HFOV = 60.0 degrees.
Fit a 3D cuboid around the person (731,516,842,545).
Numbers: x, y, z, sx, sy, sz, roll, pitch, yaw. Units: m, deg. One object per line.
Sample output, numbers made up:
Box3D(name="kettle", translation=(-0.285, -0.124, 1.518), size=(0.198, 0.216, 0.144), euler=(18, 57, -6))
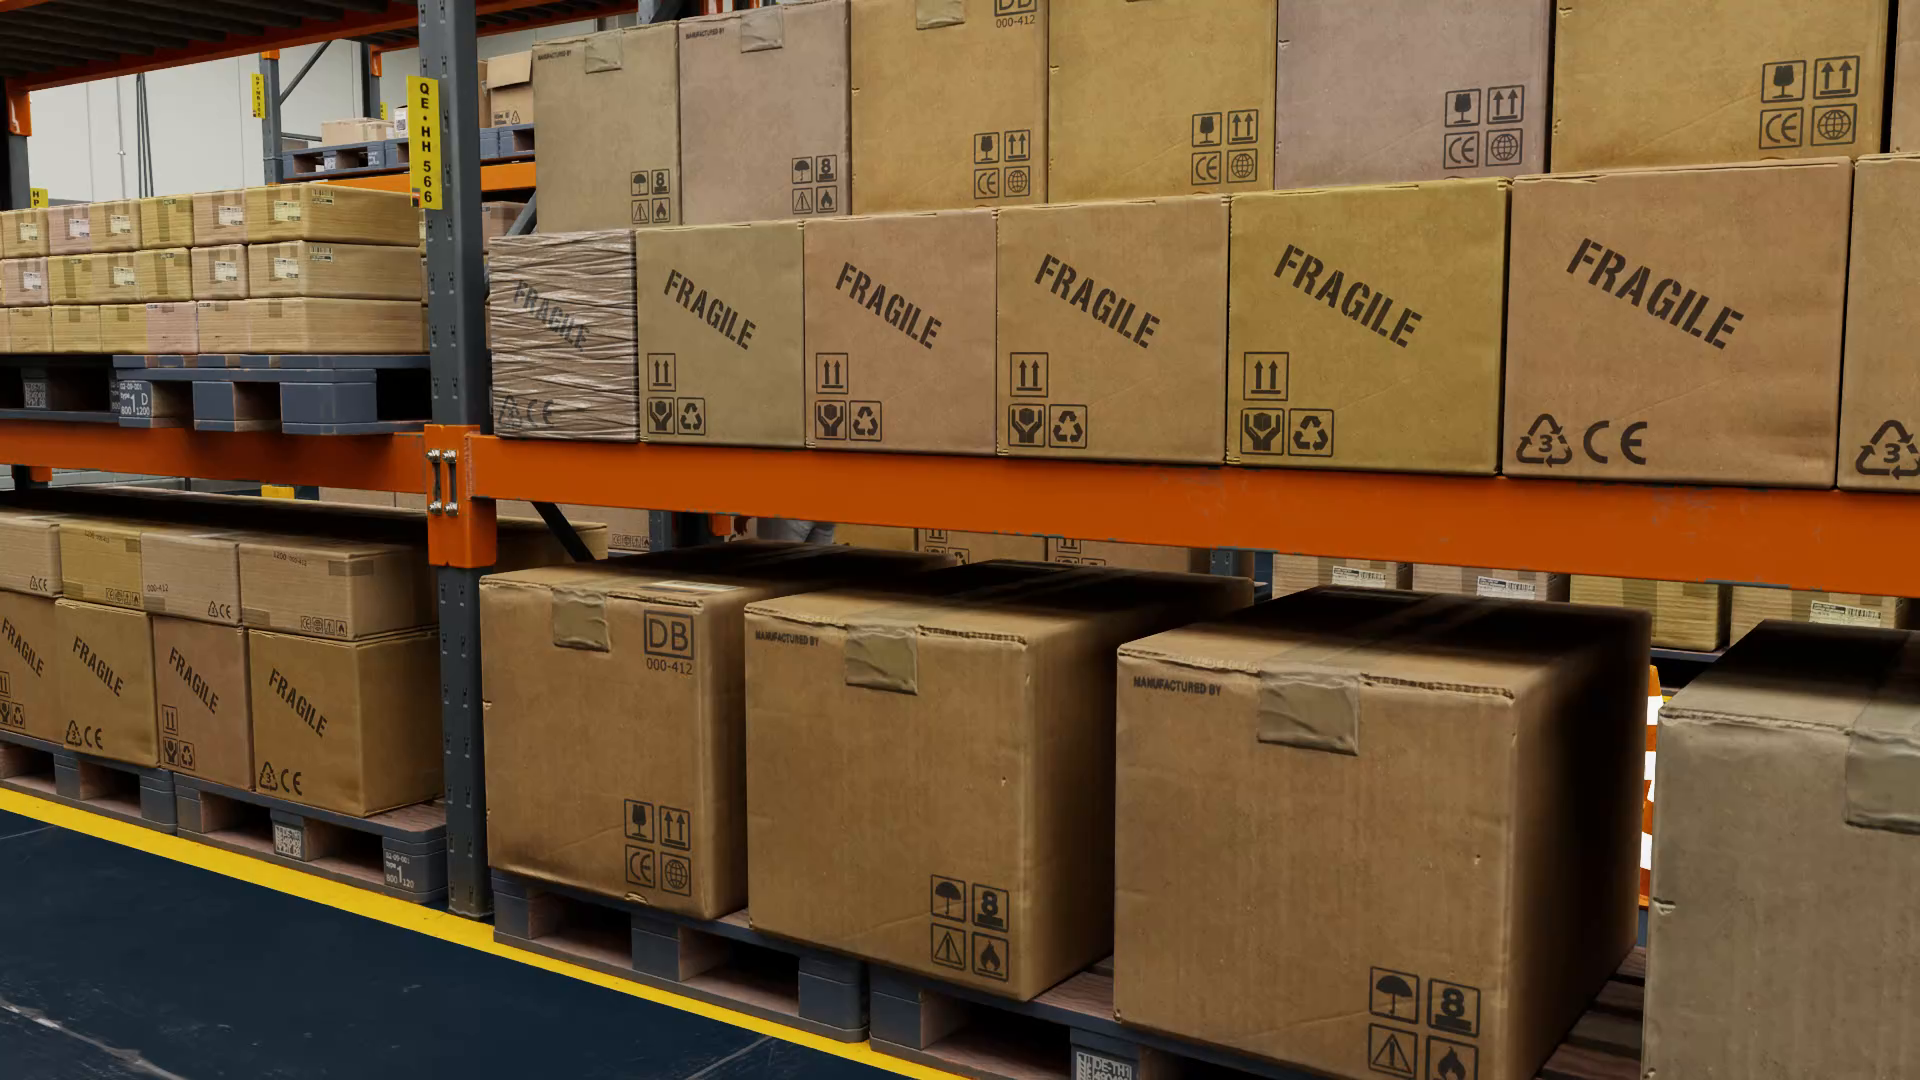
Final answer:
Box3D(name="person", translation=(-0.740, -0.156, 7.337), size=(0.453, 1.718, 0.591), euler=(4, 8, 35))
